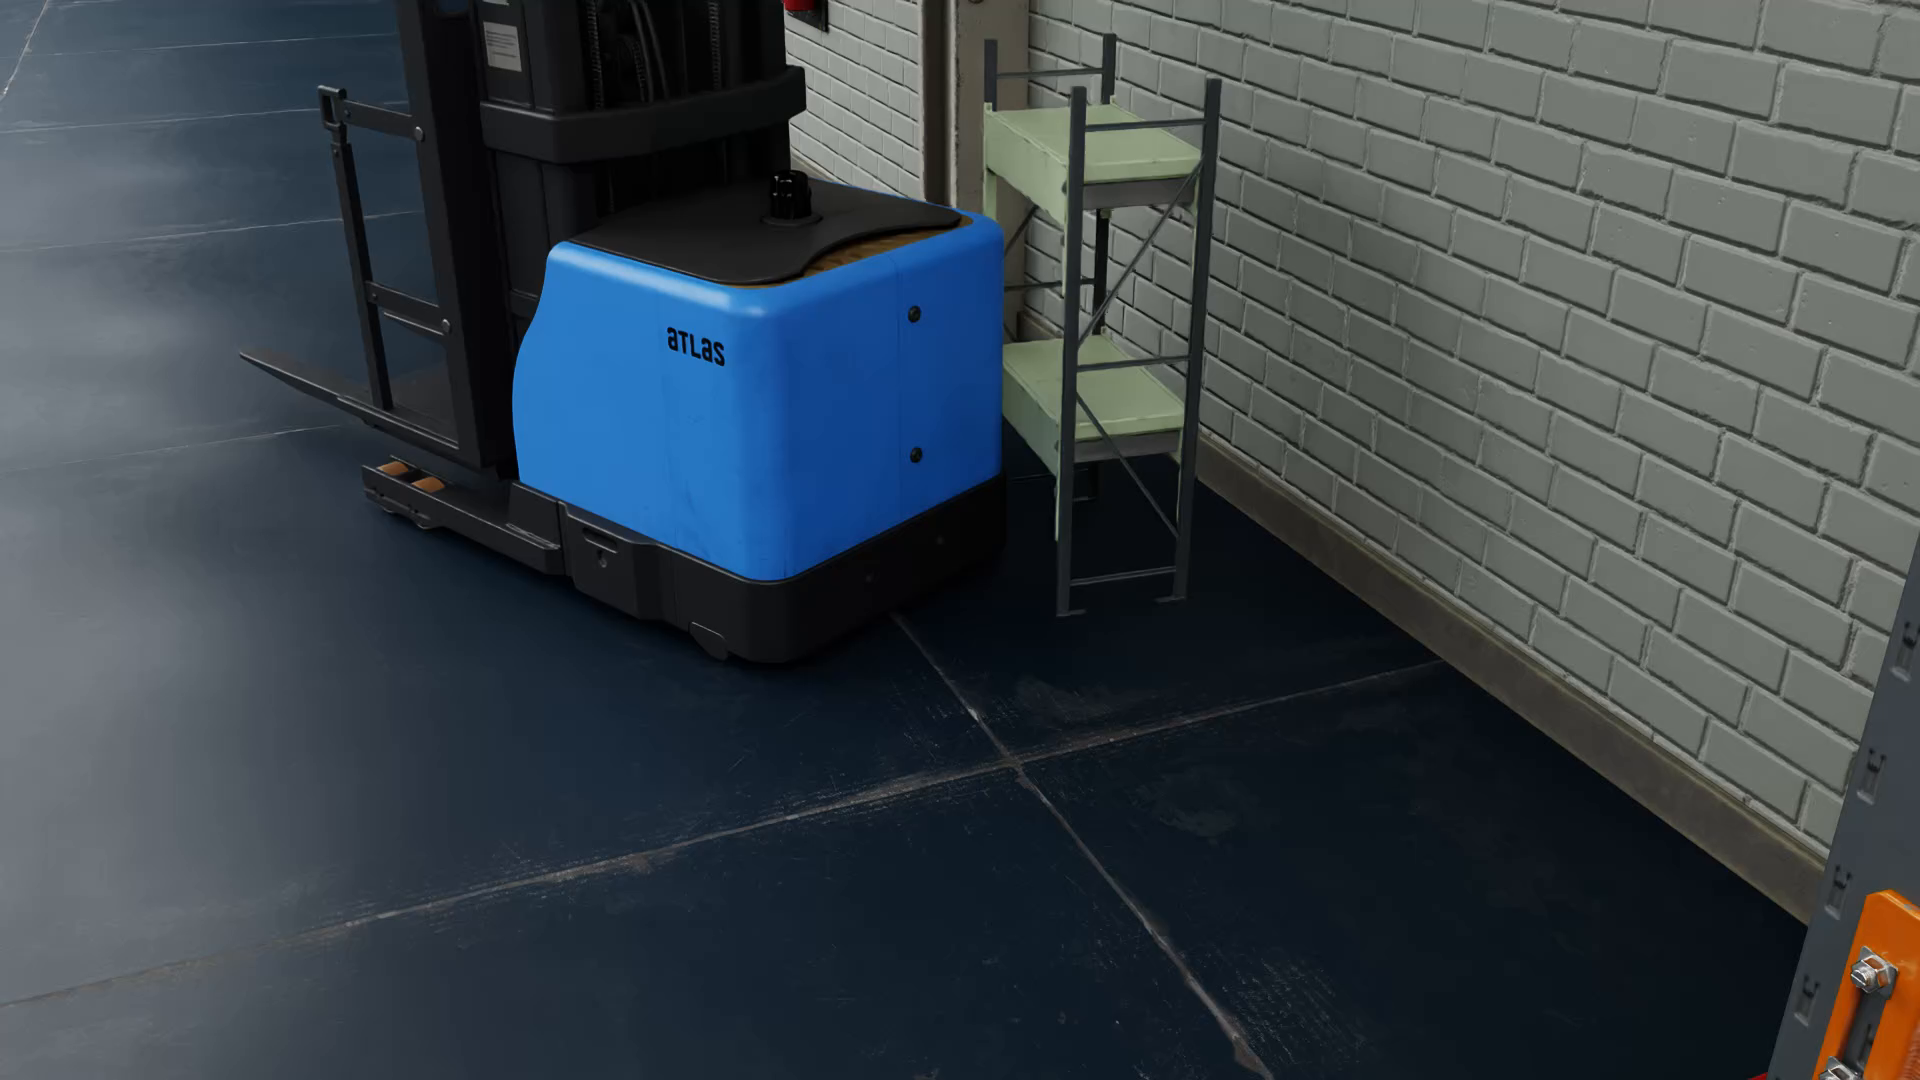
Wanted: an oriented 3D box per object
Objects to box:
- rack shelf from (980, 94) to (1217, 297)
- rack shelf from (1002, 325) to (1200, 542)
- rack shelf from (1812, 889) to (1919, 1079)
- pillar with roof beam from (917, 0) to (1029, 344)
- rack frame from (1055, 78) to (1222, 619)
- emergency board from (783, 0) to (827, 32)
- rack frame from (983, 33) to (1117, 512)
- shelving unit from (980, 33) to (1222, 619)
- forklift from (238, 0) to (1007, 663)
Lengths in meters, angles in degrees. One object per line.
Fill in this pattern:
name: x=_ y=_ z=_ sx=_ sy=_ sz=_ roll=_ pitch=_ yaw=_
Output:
rack shelf: x=0.367 y=-0.981 z=4.660 sx=0.431 sy=0.370 sz=0.720 roll=-7 pitch=27 yaw=-15
rack shelf: x=0.366 y=-0.338 z=4.974 sx=0.431 sy=0.370 sz=0.720 roll=-7 pitch=27 yaw=-15
rack shelf: x=2.112 y=1.210 z=0.173 sx=1.077 sy=0.370 sz=4.000 roll=-11 pitch=28 yaw=-21
pillar with roof beam: x=-3.912 y=-4.165 z=3.524 sx=9.100 sy=9.000 sz=0.400 roll=-11 pitch=28 yaw=-21
rack frame: x=0.470 y=-0.477 z=4.516 sx=0.400 sy=1.500 sz=0.023 roll=-7 pitch=27 yaw=-15
emergency board: x=-0.884 y=-3.213 z=8.412 sx=0.194 sy=1.169 sz=0.643 roll=-11 pitch=28 yaw=-21
rack frame: x=0.262 y=-0.785 z=5.147 sx=0.400 sy=1.500 sz=0.023 roll=-7 pitch=27 yaw=-15
shelving unit: x=0.366 y=-0.631 z=4.832 sx=0.431 sy=1.500 sz=0.755 roll=-7 pitch=27 yaw=-15
forklift: x=-1.314 y=-1.507 z=4.997 sx=3.031 sy=2.935 sz=1.130 roll=20 pitch=32 yaw=35
